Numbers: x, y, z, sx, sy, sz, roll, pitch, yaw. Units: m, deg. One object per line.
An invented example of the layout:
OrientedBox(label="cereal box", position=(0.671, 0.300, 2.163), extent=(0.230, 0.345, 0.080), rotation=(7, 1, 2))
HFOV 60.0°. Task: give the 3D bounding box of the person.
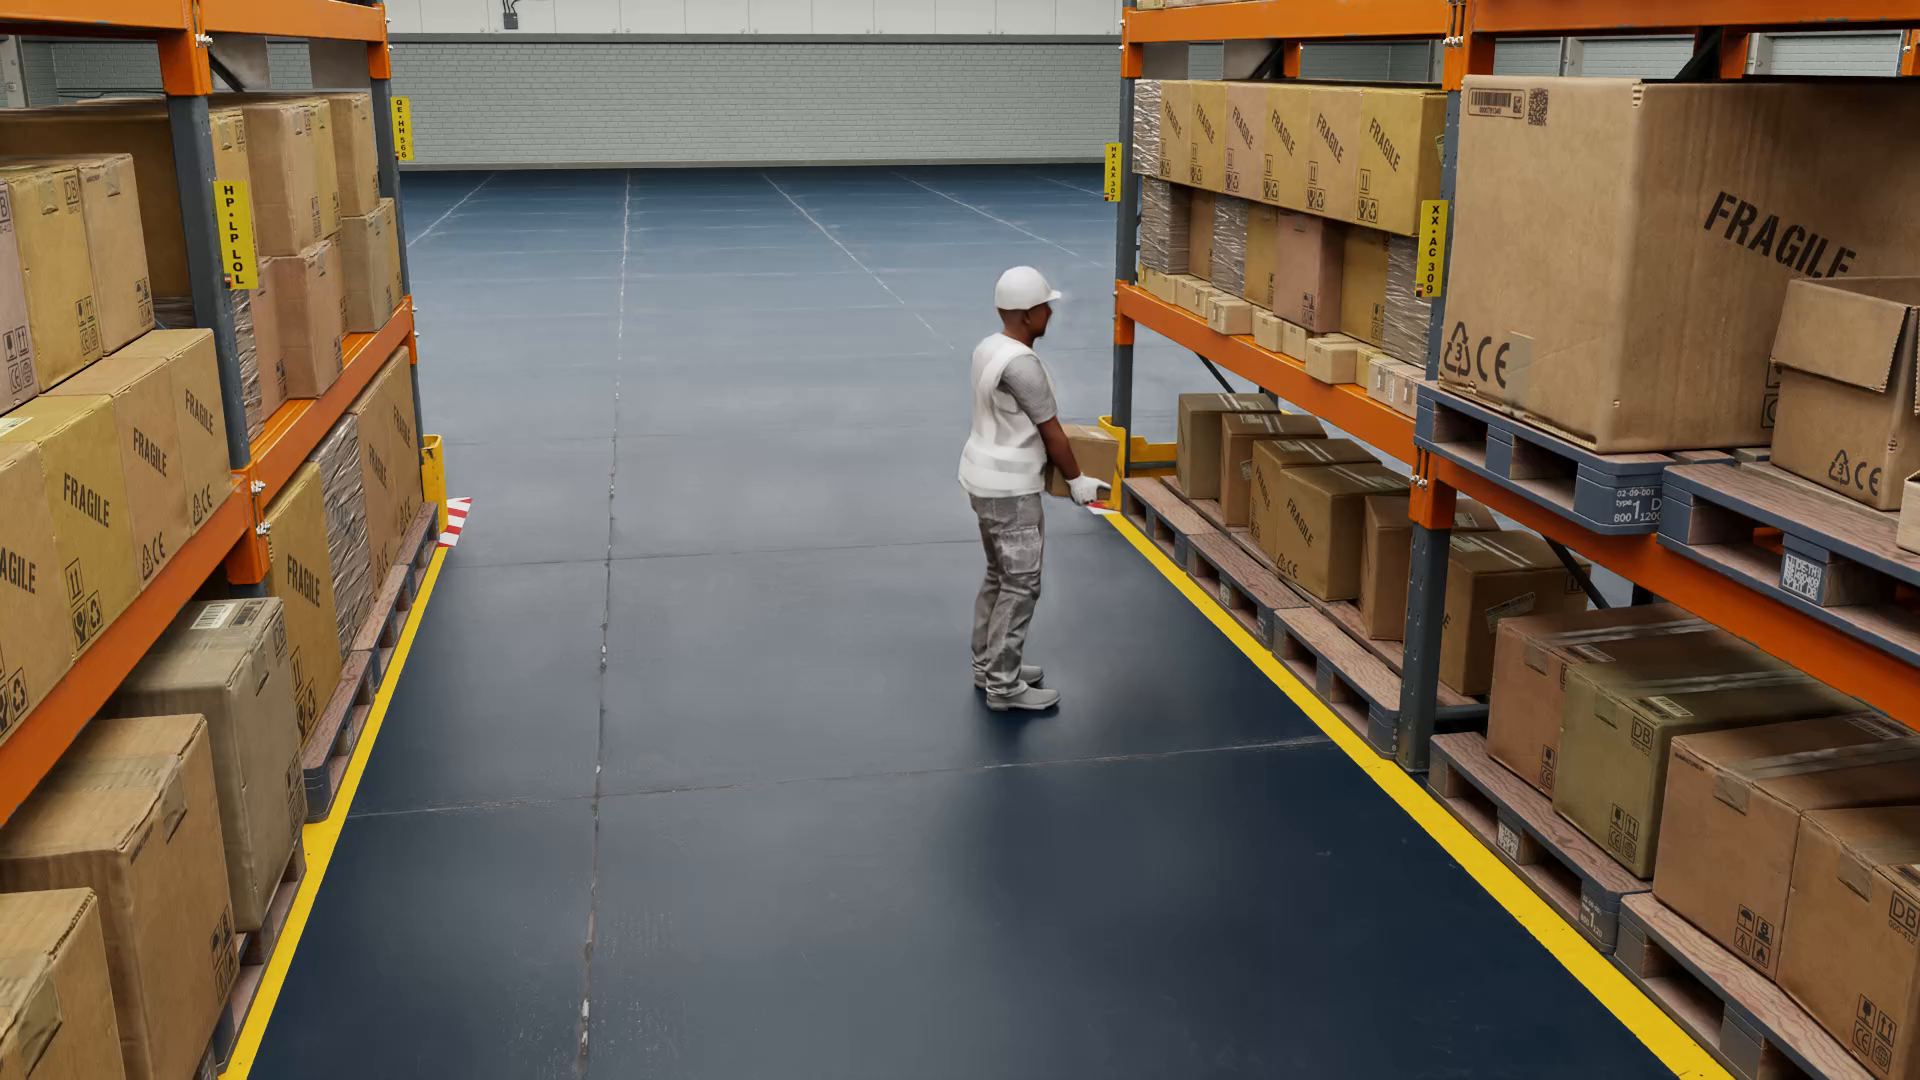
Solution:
OrientedBox(label="person", position=(0.292, -0.215, 6.743), extent=(0.588, 1.778, 0.491), rotation=(-3, 17, -11))
